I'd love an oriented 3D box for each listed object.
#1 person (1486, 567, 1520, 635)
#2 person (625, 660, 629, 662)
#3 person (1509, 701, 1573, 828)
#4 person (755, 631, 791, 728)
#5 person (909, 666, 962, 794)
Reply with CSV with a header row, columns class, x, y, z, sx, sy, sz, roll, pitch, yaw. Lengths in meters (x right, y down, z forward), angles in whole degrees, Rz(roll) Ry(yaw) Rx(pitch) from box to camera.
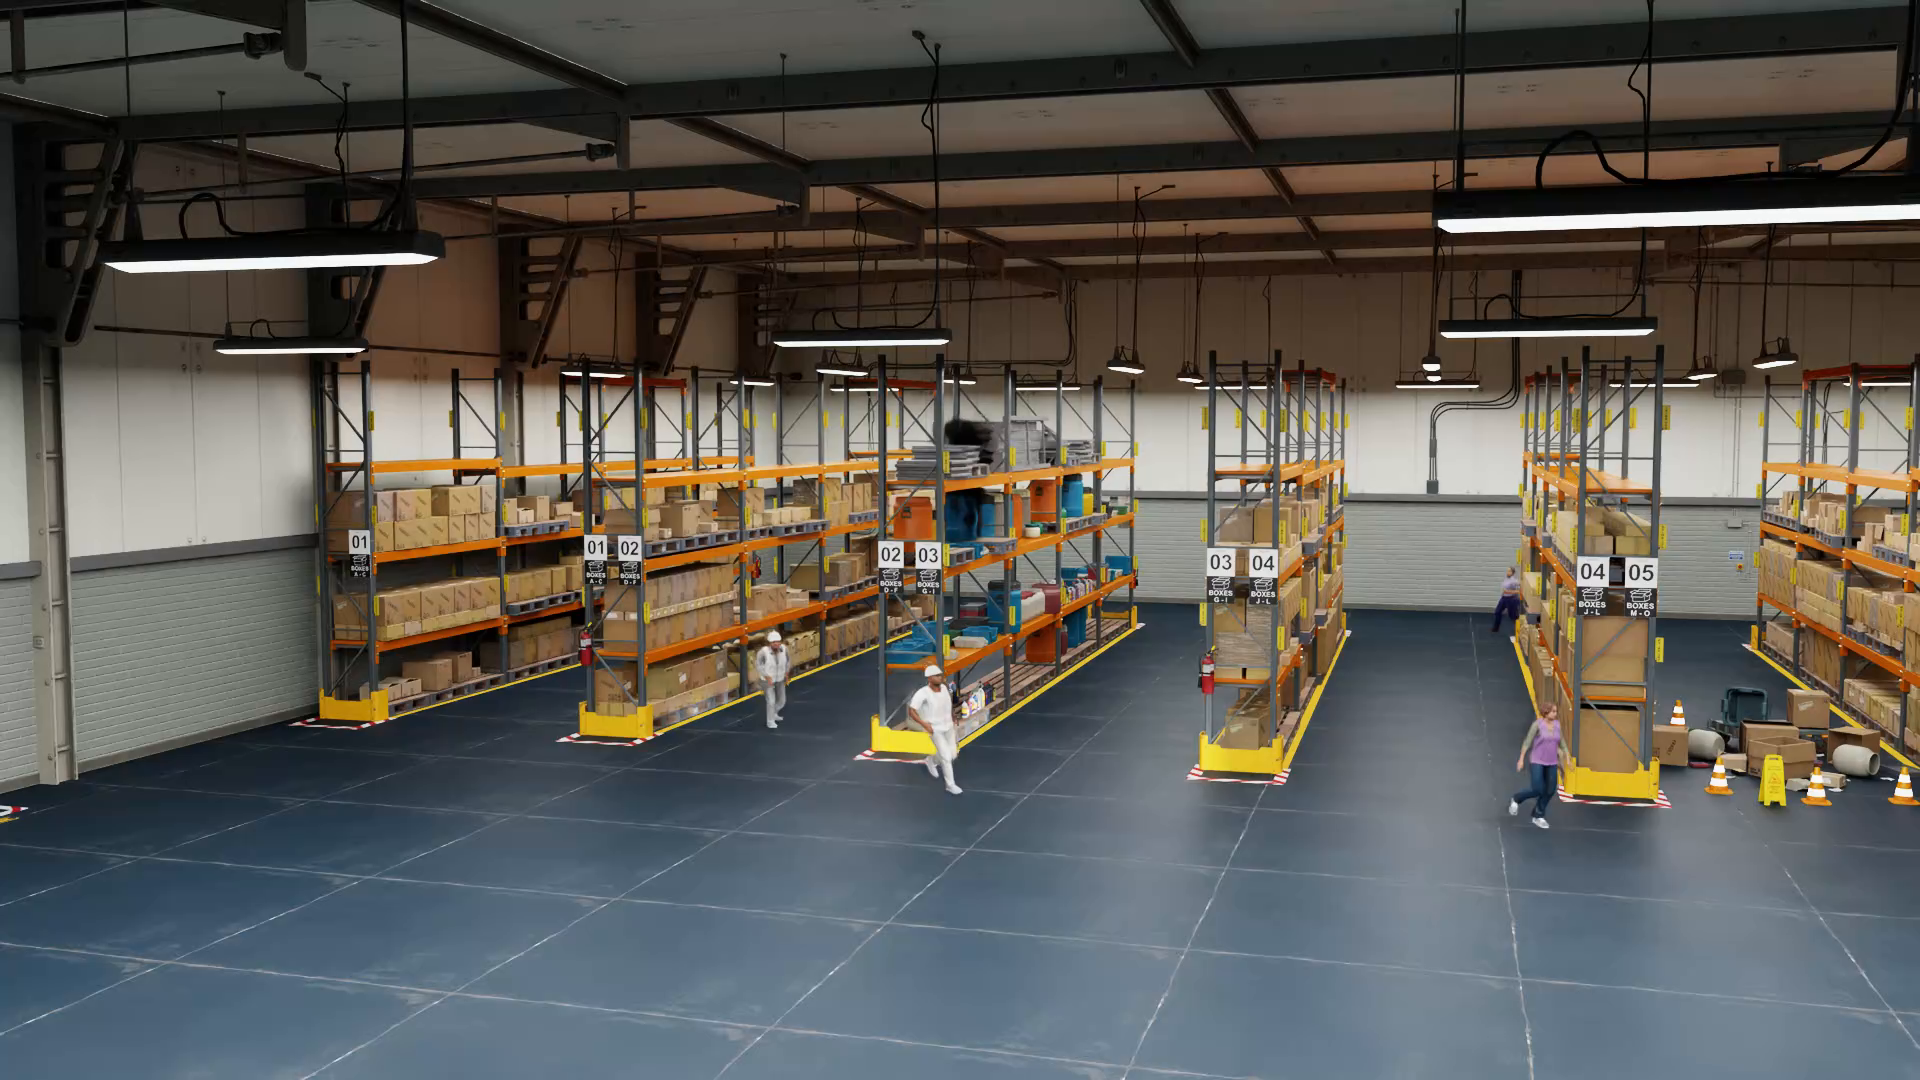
class,x,y,z,sx,sy,sz,roll,pitch,yaw
person,12.856,1.433,38.819,0.832,1.618,0.741,-1,4,-15
person,-5.949,2.070,30.503,0.641,1.517,0.907,0,4,-2
person,7.167,2.762,20.532,0.578,1.582,0.636,-1,4,-16
person,-3.052,2.256,27.105,0.664,1.629,0.912,-3,5,-32
person,-0.356,2.545,22.482,0.696,1.722,0.799,-3,5,-40
